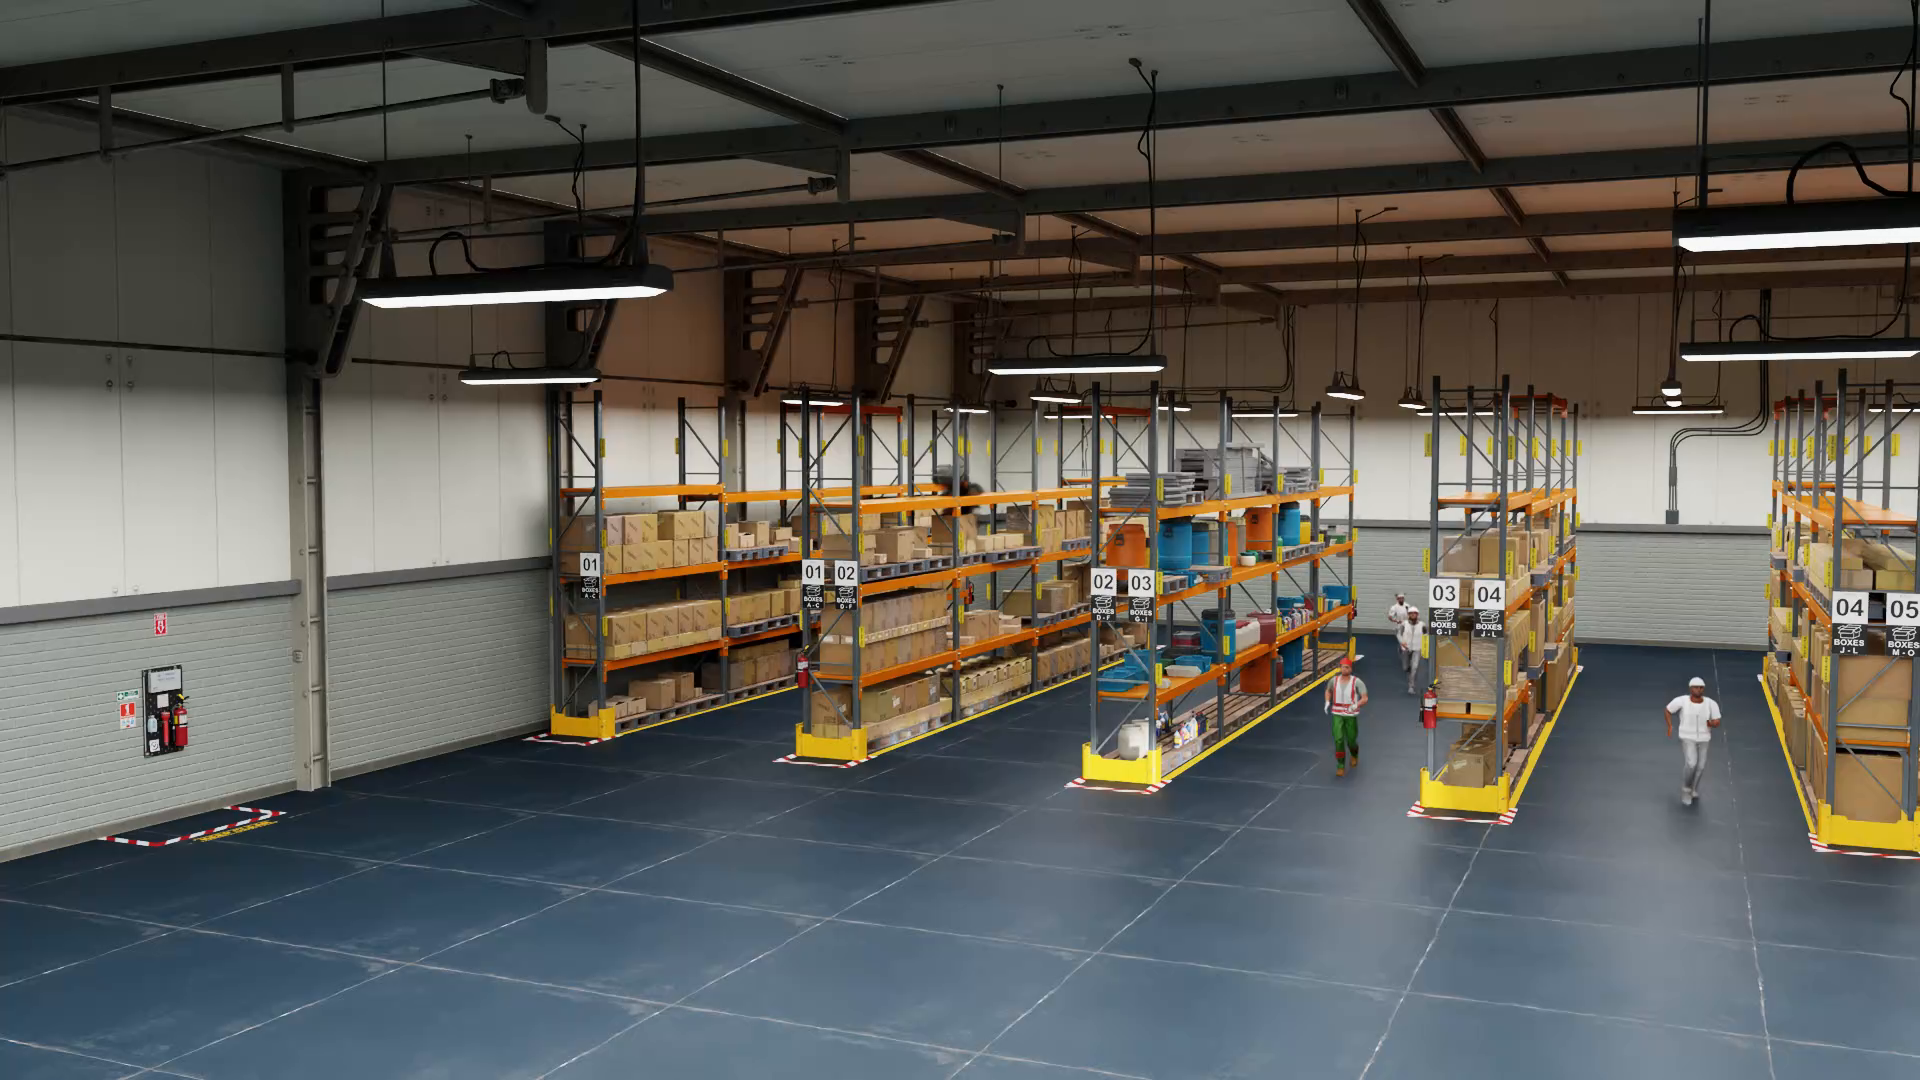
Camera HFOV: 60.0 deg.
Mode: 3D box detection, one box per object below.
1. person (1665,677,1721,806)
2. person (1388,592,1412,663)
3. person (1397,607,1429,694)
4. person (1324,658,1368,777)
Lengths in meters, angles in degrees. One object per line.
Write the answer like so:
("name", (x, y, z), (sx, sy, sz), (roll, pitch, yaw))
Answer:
("person", (10.338, 2.832, 23.398), (0.675, 1.803, 0.733), (0, 3, 7))
("person", (10.348, 2.030, 38.961), (0.623, 1.647, 0.780), (0, 3, -5))
("person", (9.343, 2.257, 34.343), (0.641, 1.757, 1.011), (1, 3, 22))
("person", (5.925, 2.699, 25.566), (0.677, 1.780, 0.819), (1, 3, 23))
